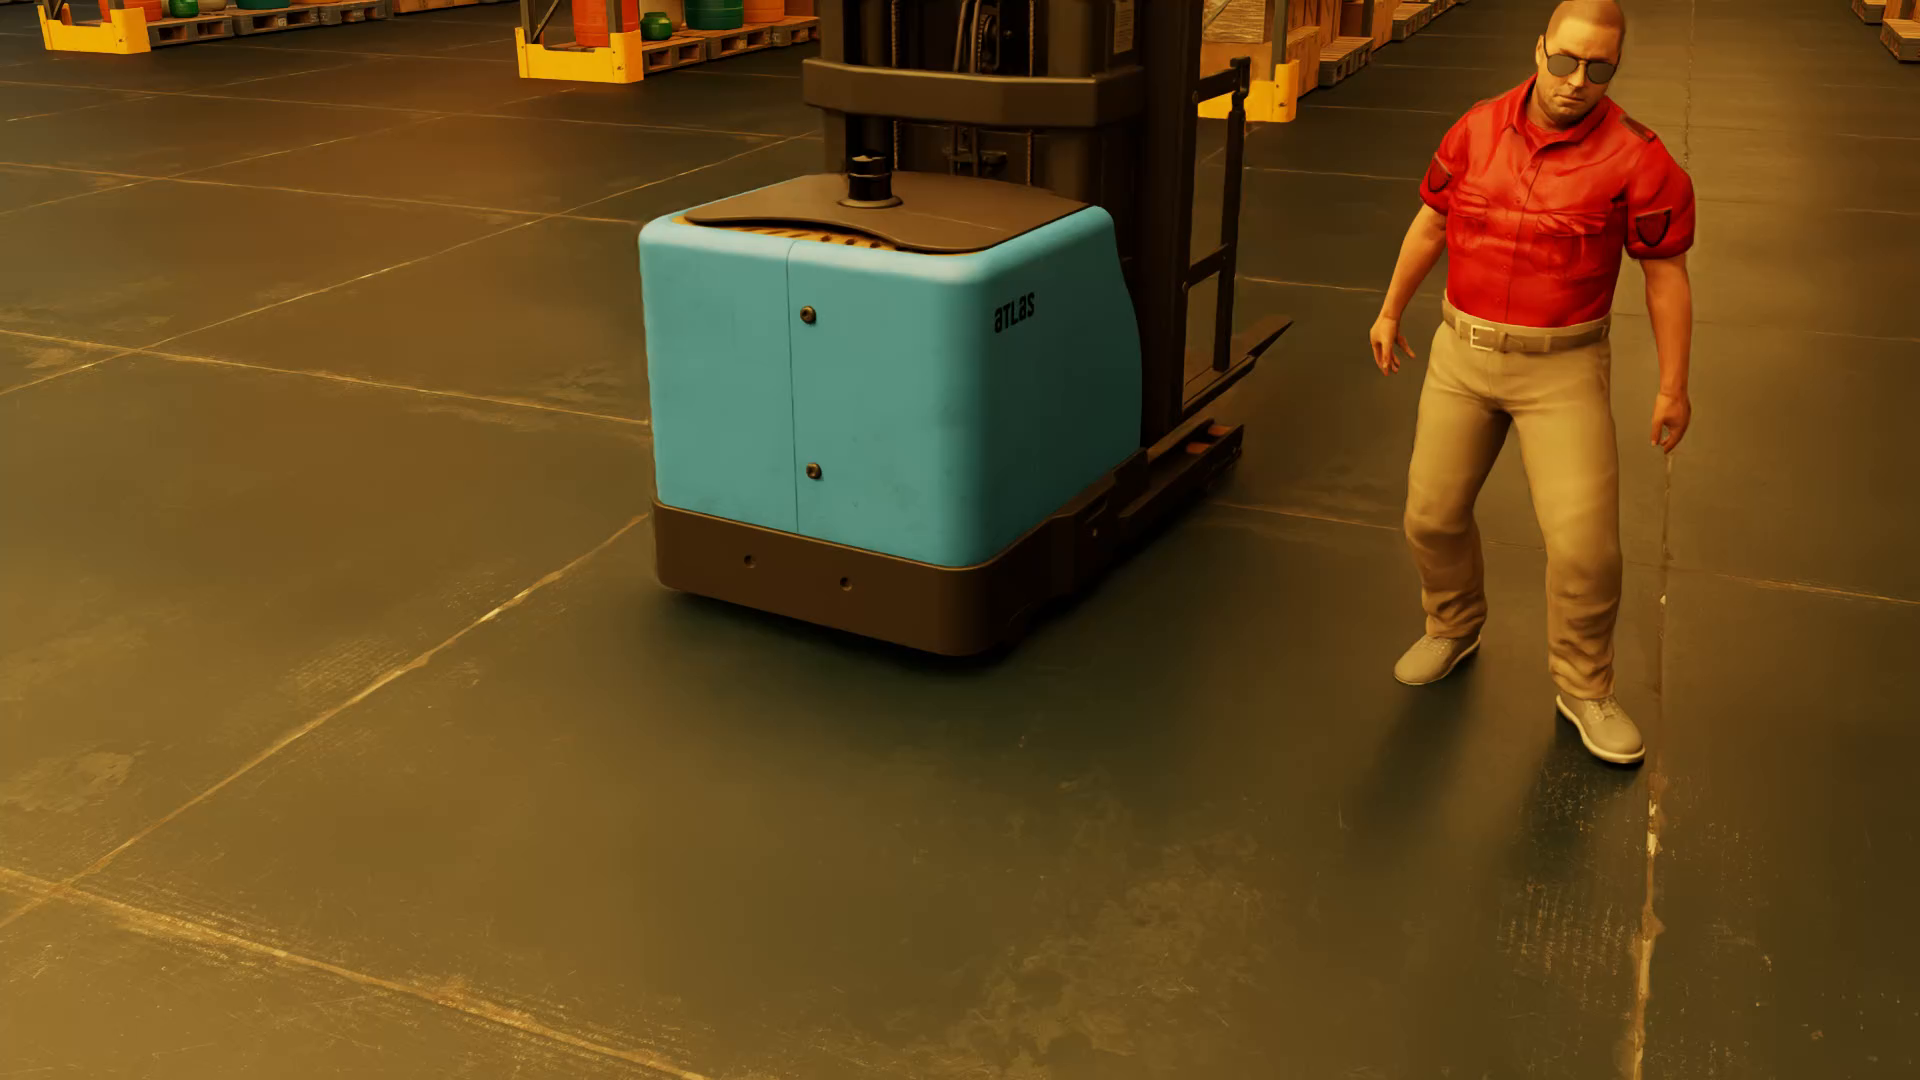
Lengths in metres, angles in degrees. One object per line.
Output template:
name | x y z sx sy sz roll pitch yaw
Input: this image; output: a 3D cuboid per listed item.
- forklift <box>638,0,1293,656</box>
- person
forklift | 0.304 -1.586 5.086 1.130 2.935 3.031 12 26 26
person | 1.327 -0.391 3.875 0.878 1.703 0.420 19 29 38
